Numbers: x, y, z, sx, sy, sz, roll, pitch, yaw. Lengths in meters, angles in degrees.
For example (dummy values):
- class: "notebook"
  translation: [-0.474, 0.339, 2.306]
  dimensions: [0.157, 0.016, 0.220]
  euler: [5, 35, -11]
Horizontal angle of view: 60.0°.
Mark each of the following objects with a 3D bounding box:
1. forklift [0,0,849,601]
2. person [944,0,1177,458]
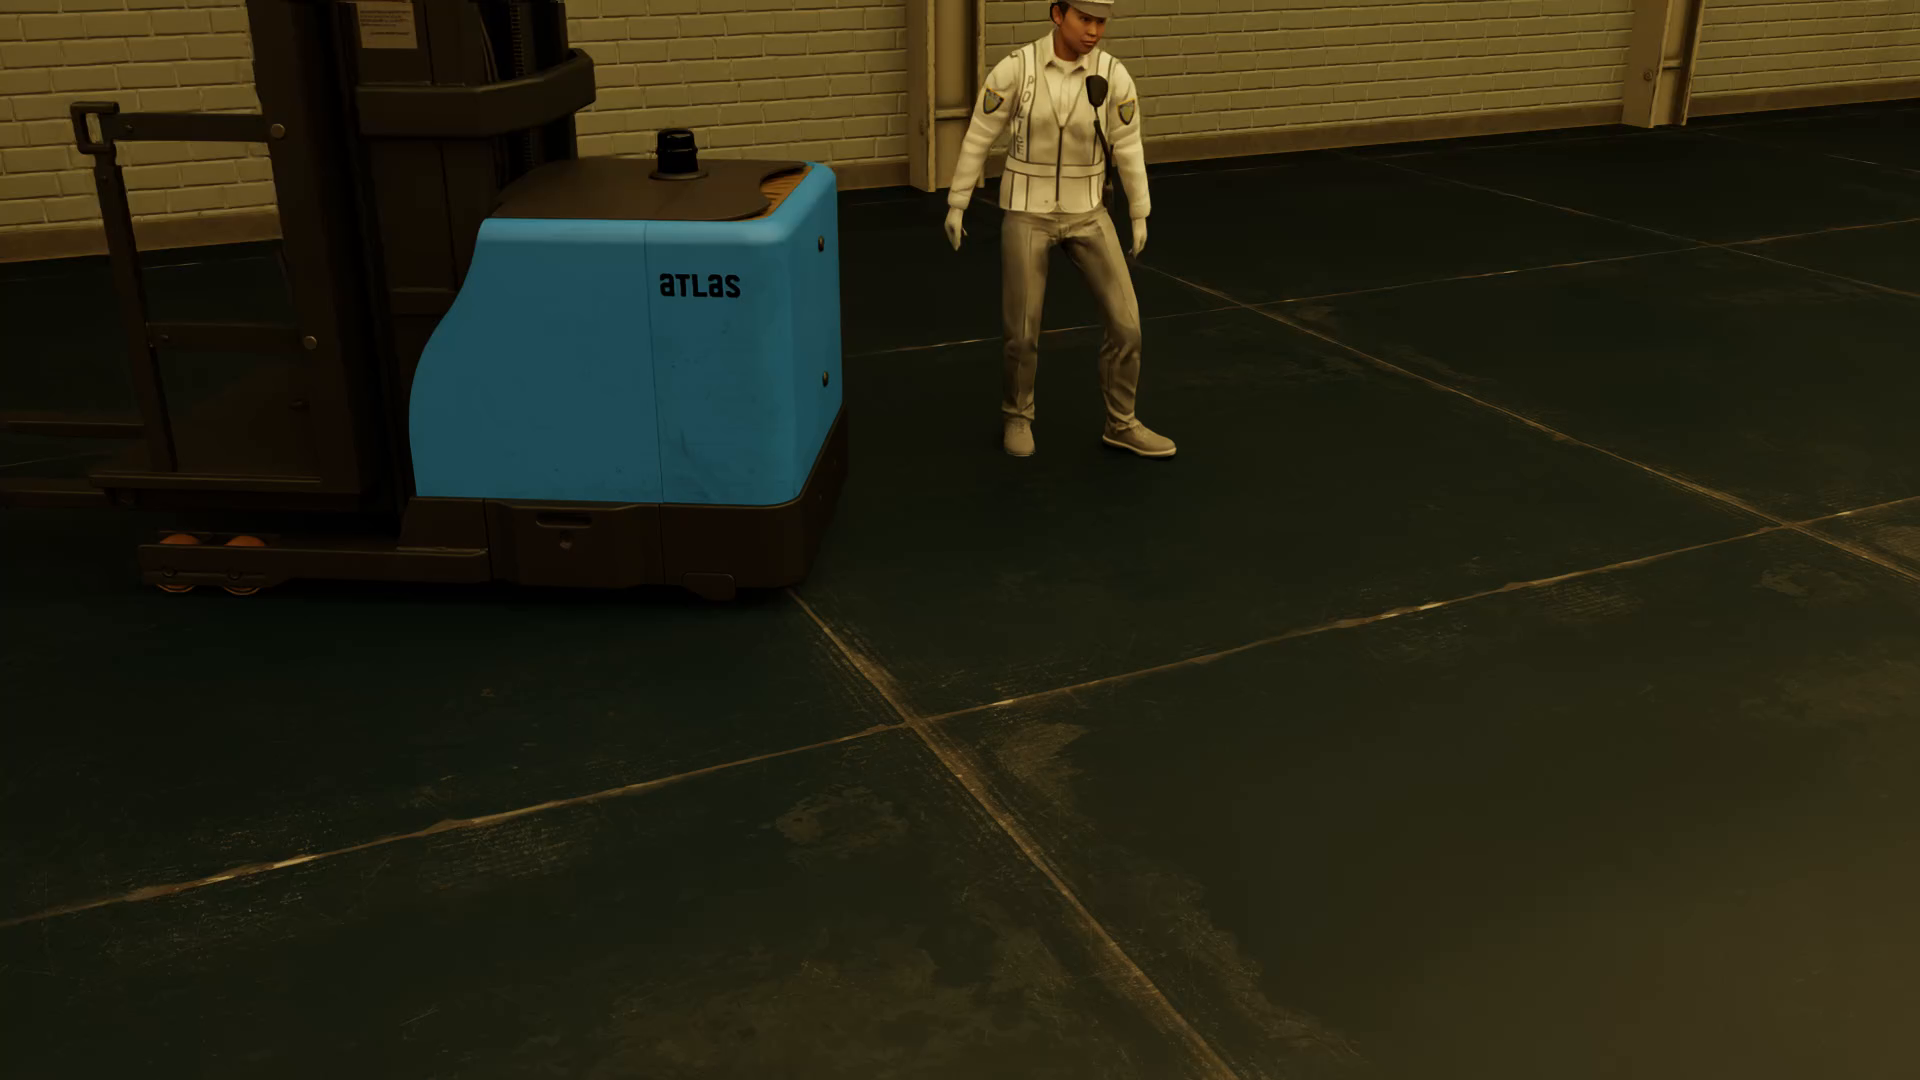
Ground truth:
- class: "forklift"
  translation: [-1.909, -1.396, 4.645]
  dimensions: [3.031, 2.935, 1.130]
  euler: [2, 23, 4]
- class: "person"
  translation: [0.350, -1.064, 5.576]
  dimensions: [0.803, 1.639, 0.408]
  euler: [-1, 23, -2]
